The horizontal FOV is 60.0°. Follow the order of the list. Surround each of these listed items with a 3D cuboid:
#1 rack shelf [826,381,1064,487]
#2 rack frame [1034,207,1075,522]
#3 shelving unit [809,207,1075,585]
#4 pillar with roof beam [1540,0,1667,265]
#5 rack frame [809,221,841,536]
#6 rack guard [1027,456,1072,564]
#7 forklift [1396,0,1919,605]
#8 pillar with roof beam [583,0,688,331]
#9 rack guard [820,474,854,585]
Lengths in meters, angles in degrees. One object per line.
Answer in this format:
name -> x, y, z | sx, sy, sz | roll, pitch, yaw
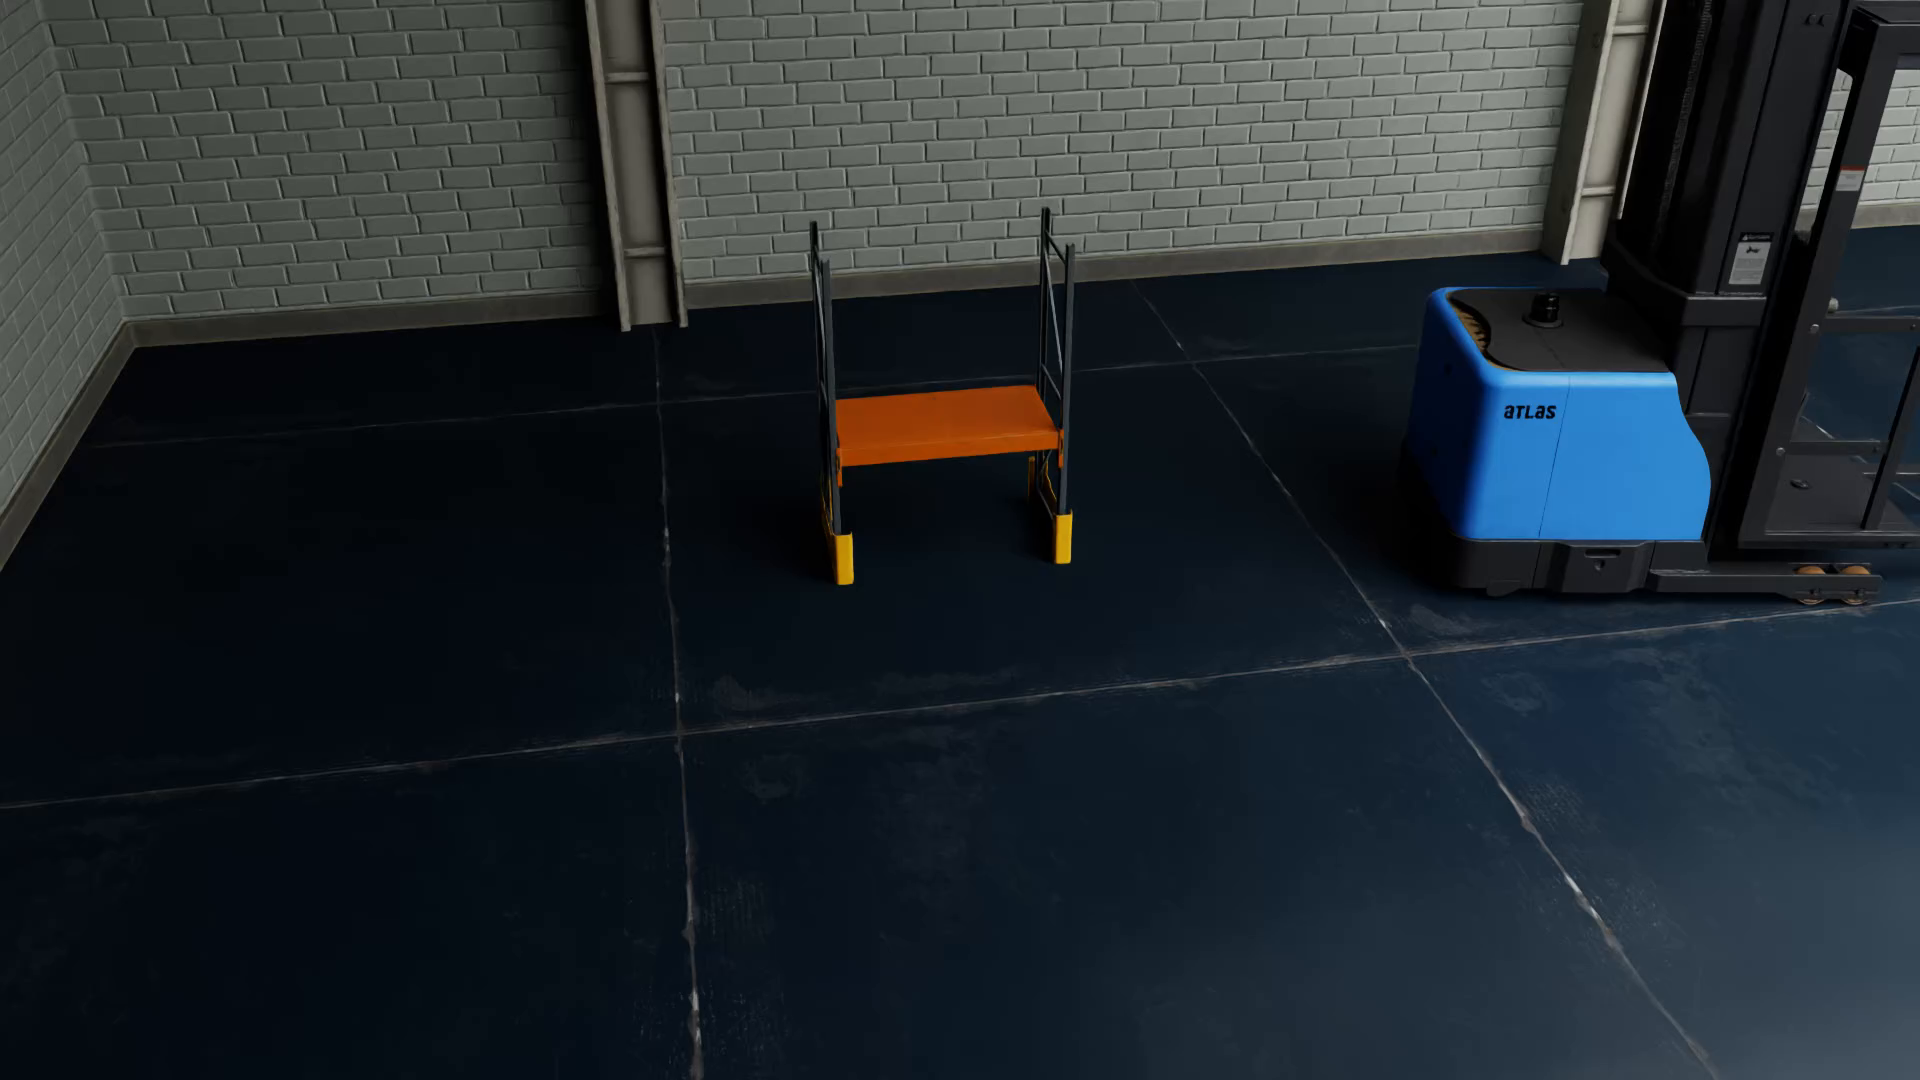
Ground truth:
rack shelf -> -0.084, -0.484, 7.448 | 1.000, 0.185, 0.538 | -5, 31, -9
rack frame -> 0.416, -0.685, 7.436 | 0.032, 1.500, 0.500 | -5, 31, -9
shelving unit -> -0.075, -0.640, 7.358 | 1.083, 1.500, 0.587 | -5, 31, -9
pillar with roof beam -> 4.835, -3.610, 5.012 | 0.400, 9.000, 9.100 | -5, 31, -9
rack frame -> -0.584, -0.592, 7.278 | 0.032, 1.500, 0.500 | -5, 31, -9
rack guard -> 0.415, -0.146, 7.752 | 0.087, 0.250, 0.587 | -5, 31, -9
forklift -> 3.630, -1.253, 6.989 | 3.031, 2.935, 1.130 | 0, 30, 0
pillar with roof beam -> -1.067, -3.063, 4.080 | 0.400, 9.000, 9.100 | -5, 31, -9
rack guard -> -0.565, -0.055, 7.597 | 0.087, 0.250, 0.587 | -5, 31, -9
